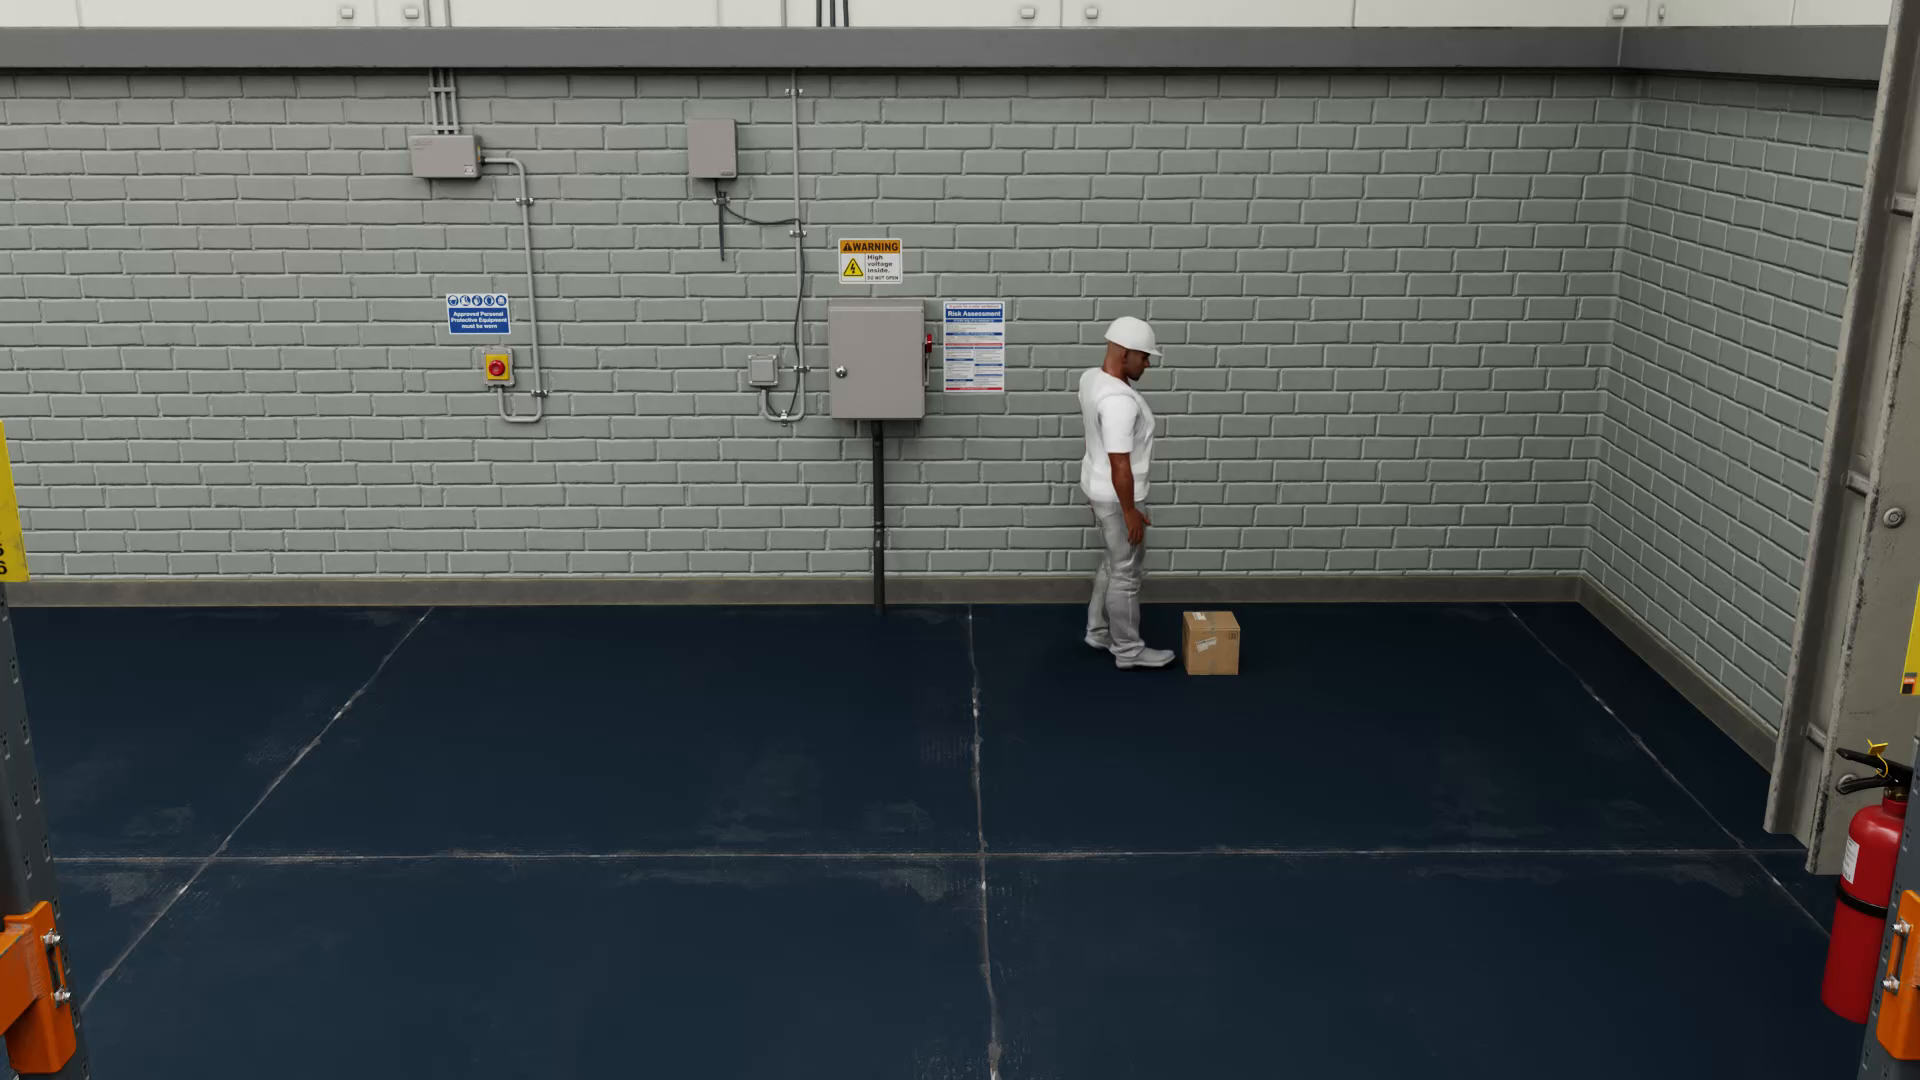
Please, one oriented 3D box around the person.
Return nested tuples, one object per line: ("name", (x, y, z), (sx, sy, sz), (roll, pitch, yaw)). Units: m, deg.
("person", (0.837, -0.199, 8.165), (0.496, 1.819, 0.605), (-2, 17, -7))
